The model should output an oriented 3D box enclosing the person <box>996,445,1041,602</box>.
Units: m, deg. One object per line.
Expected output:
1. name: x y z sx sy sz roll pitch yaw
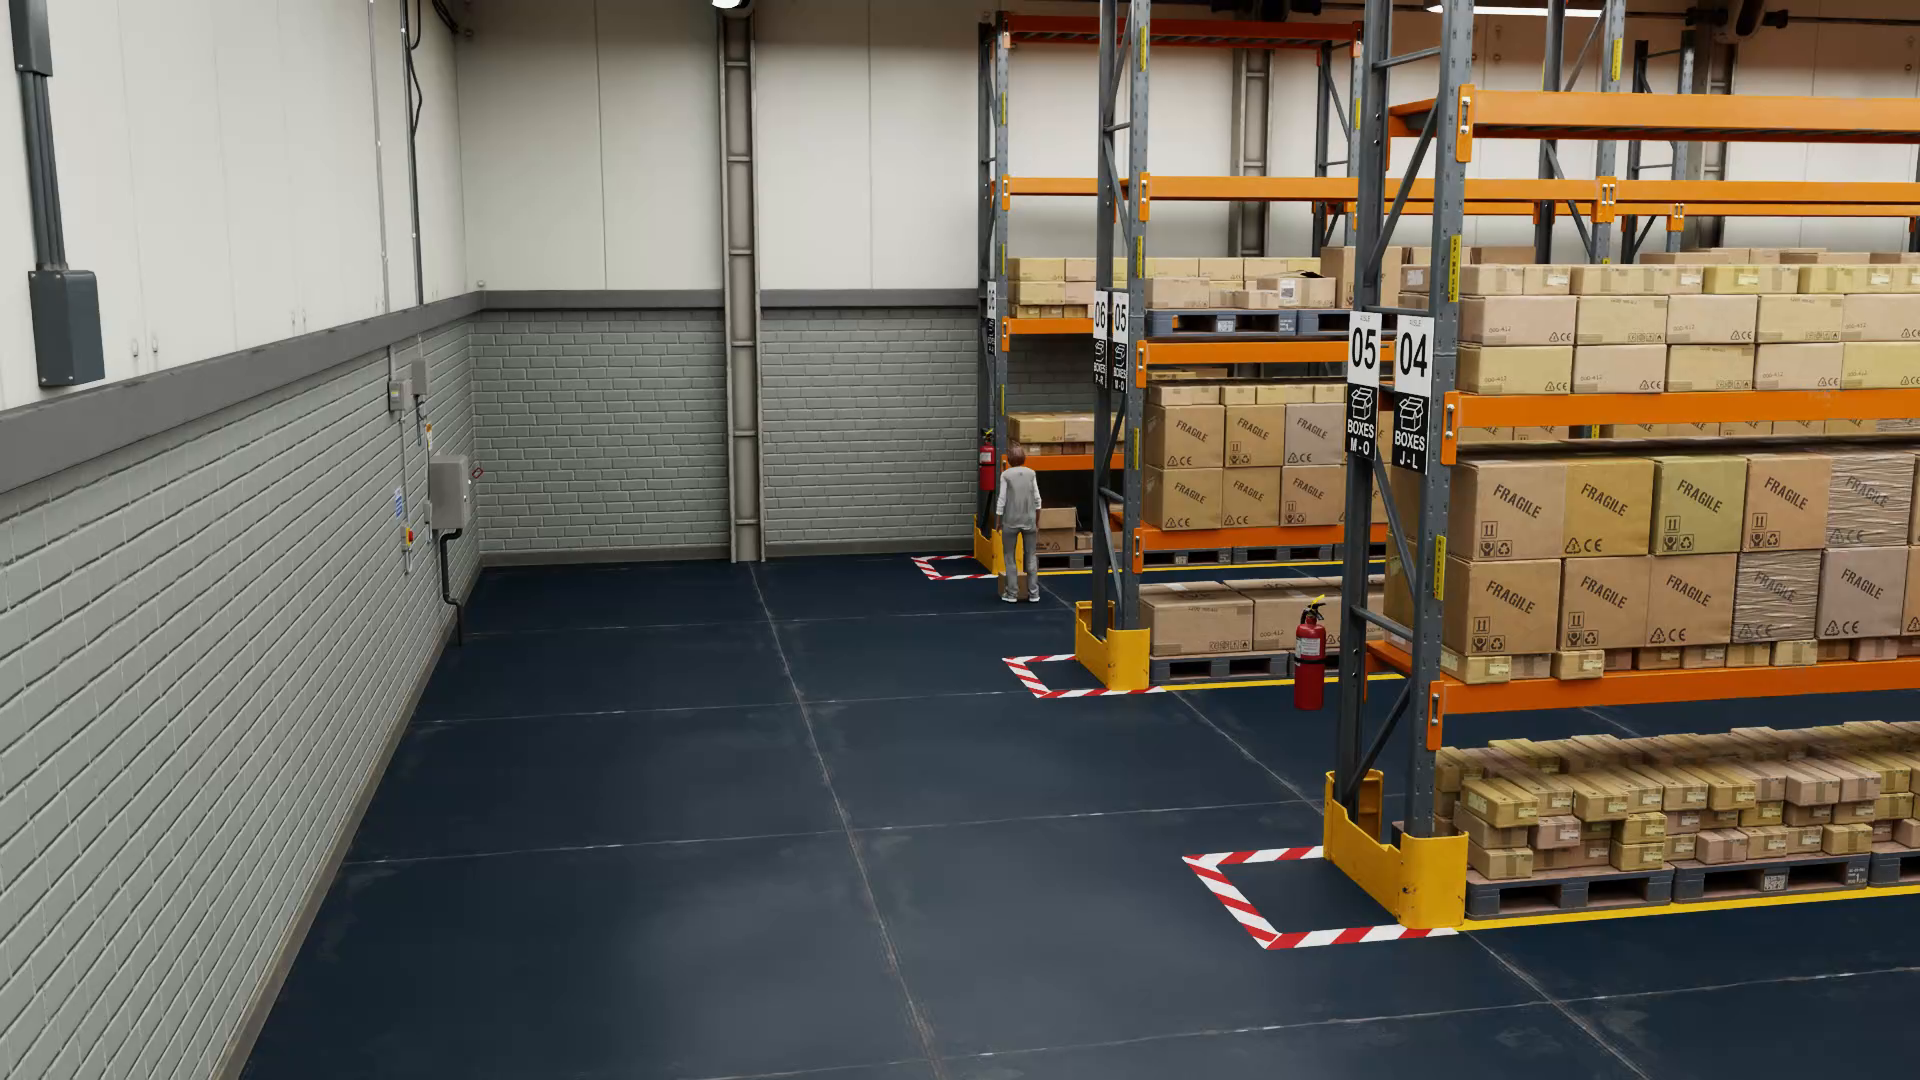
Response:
1. person: 0.595 -0.158 16.838 0.478 1.593 0.367 -2 10 -13
